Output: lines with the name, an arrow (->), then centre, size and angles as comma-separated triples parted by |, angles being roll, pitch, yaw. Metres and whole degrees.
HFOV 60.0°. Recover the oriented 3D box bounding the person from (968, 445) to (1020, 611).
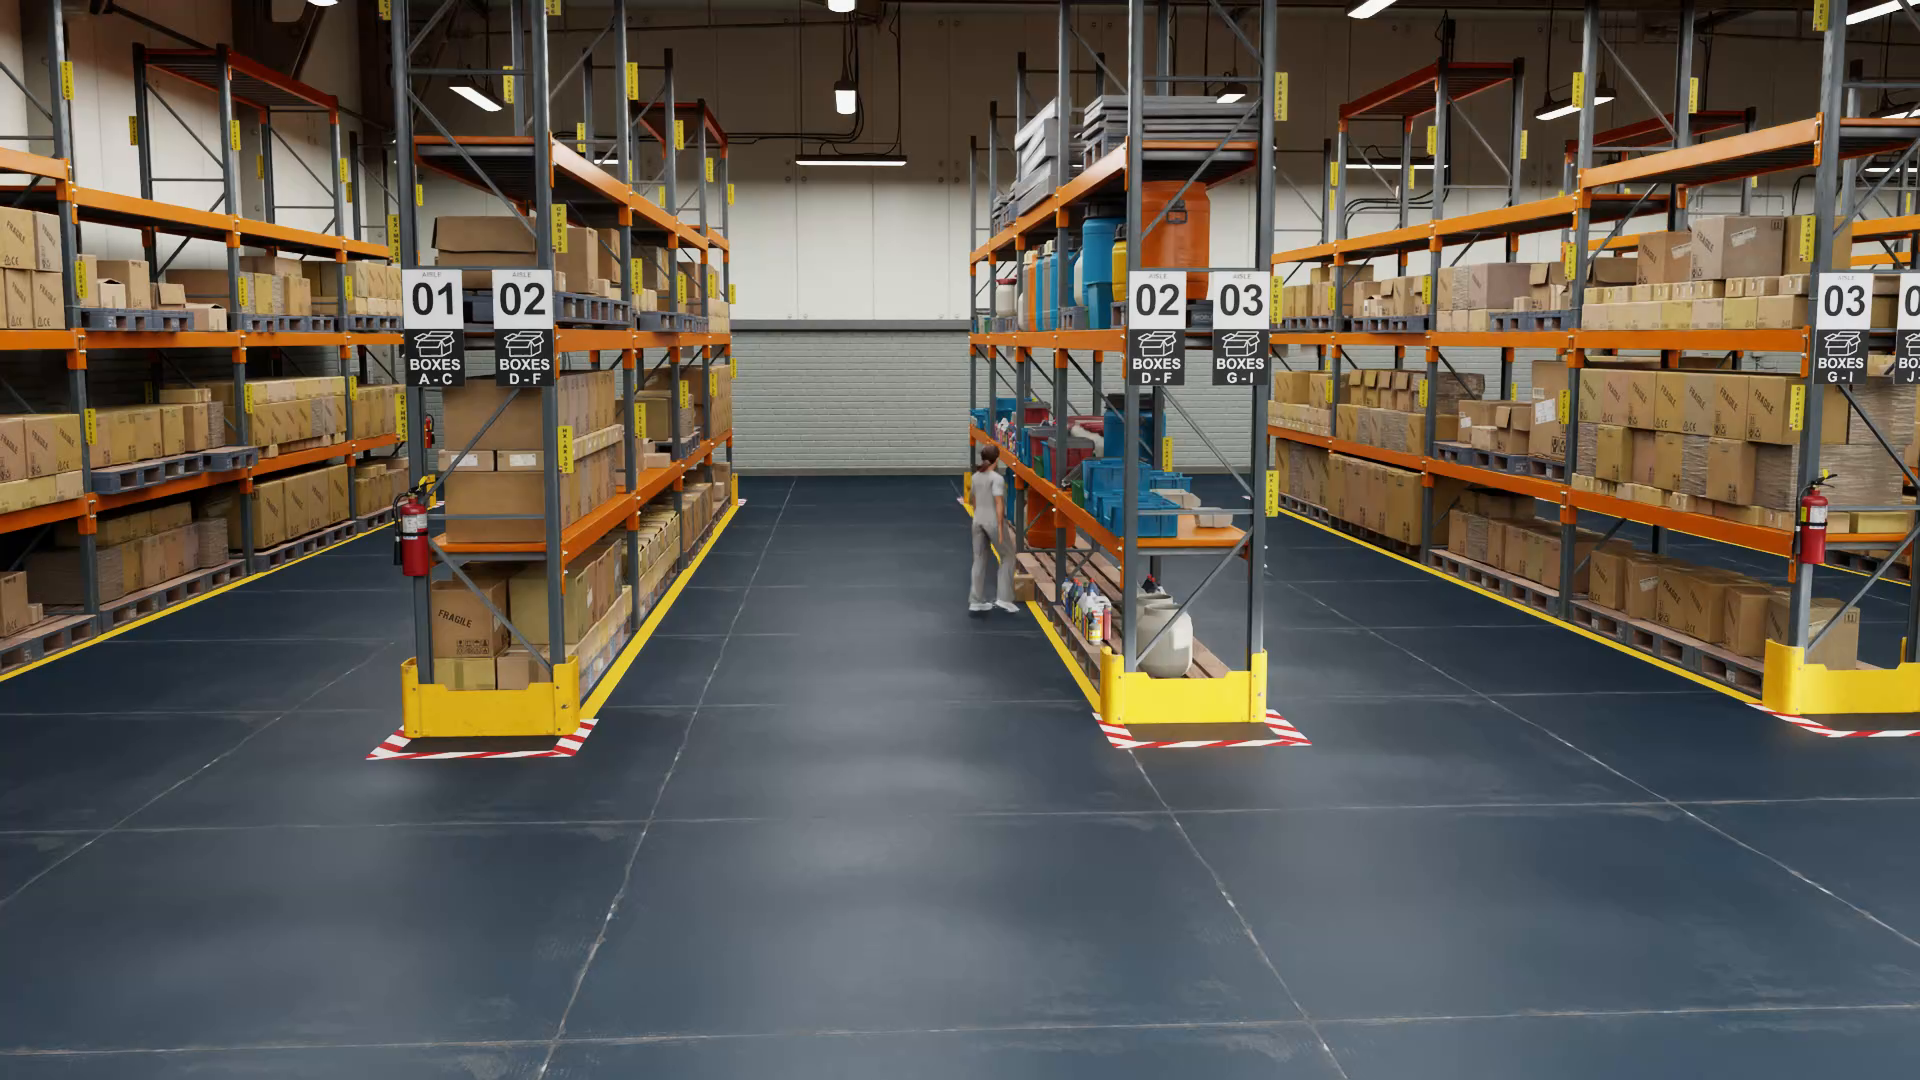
person -> 0.311, -0.094, 16.676 | 0.489, 1.726, 0.557 | 6, 9, 41
